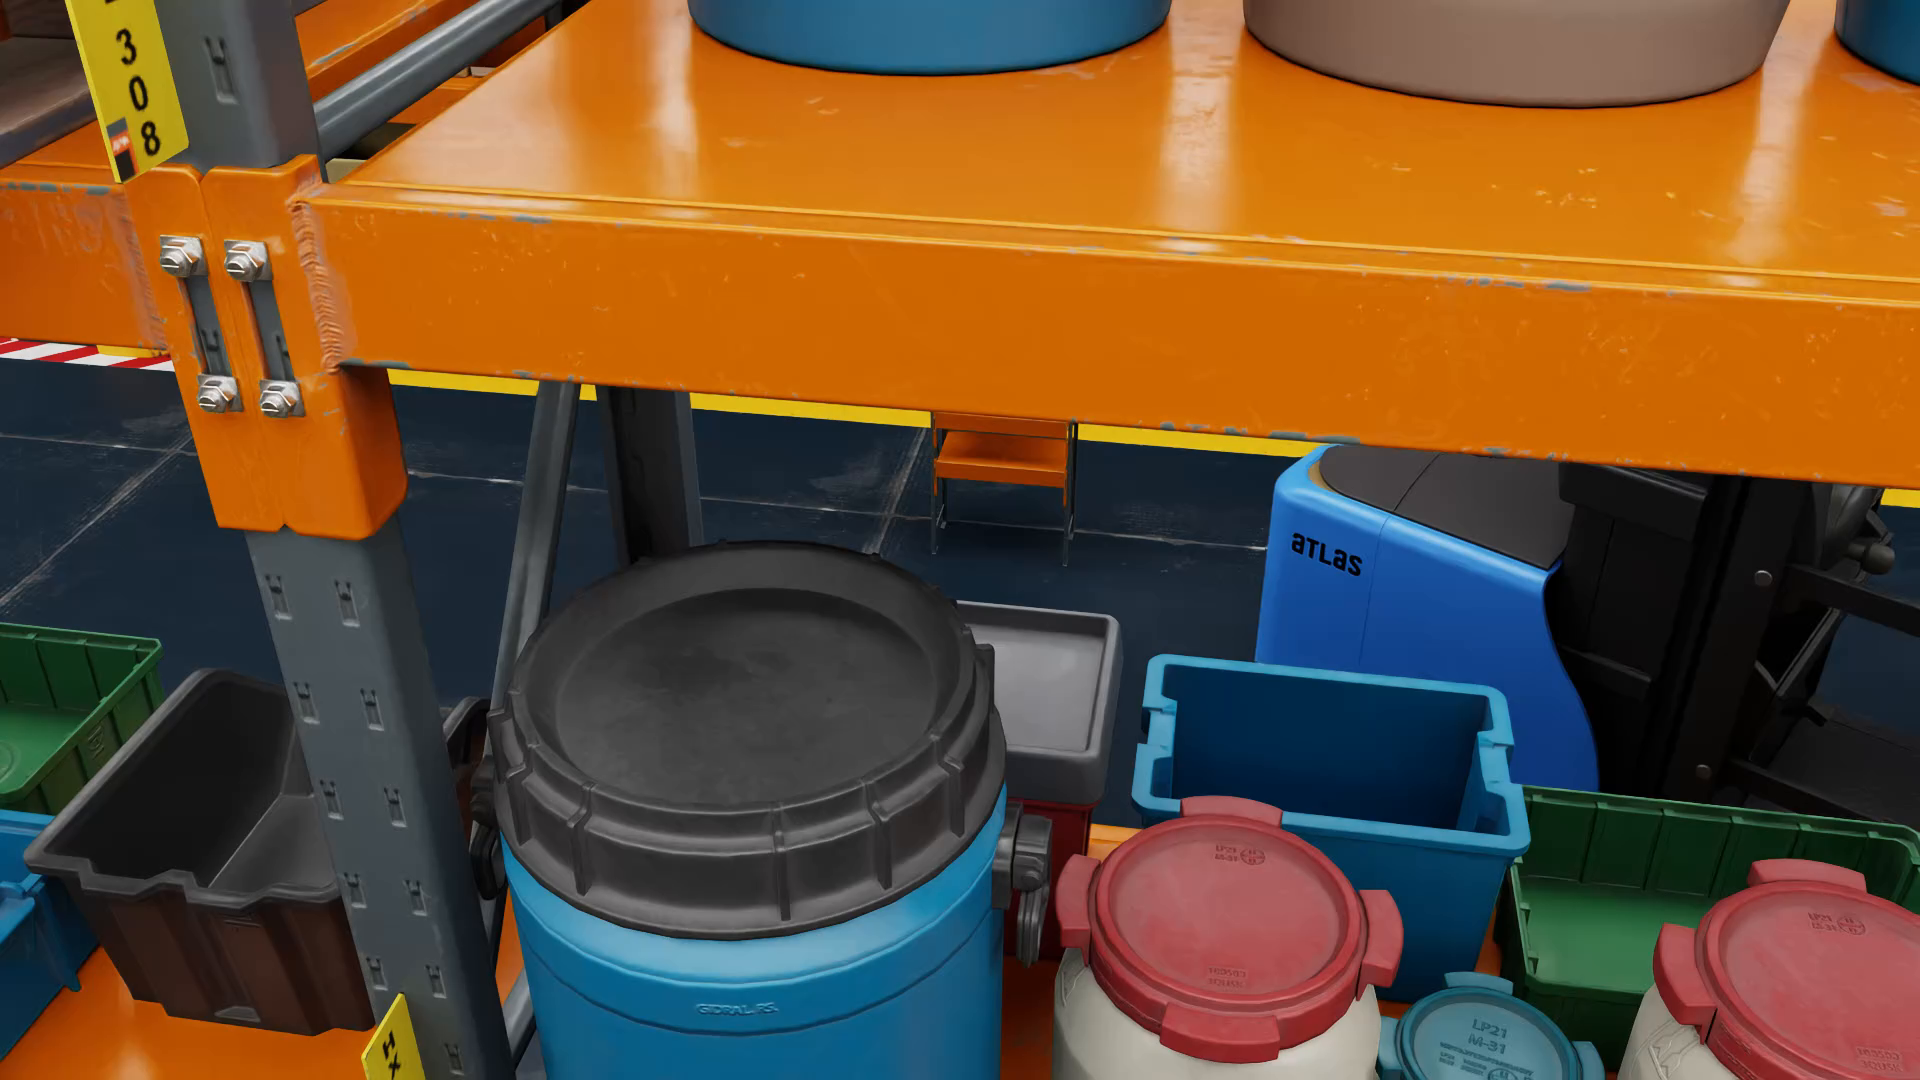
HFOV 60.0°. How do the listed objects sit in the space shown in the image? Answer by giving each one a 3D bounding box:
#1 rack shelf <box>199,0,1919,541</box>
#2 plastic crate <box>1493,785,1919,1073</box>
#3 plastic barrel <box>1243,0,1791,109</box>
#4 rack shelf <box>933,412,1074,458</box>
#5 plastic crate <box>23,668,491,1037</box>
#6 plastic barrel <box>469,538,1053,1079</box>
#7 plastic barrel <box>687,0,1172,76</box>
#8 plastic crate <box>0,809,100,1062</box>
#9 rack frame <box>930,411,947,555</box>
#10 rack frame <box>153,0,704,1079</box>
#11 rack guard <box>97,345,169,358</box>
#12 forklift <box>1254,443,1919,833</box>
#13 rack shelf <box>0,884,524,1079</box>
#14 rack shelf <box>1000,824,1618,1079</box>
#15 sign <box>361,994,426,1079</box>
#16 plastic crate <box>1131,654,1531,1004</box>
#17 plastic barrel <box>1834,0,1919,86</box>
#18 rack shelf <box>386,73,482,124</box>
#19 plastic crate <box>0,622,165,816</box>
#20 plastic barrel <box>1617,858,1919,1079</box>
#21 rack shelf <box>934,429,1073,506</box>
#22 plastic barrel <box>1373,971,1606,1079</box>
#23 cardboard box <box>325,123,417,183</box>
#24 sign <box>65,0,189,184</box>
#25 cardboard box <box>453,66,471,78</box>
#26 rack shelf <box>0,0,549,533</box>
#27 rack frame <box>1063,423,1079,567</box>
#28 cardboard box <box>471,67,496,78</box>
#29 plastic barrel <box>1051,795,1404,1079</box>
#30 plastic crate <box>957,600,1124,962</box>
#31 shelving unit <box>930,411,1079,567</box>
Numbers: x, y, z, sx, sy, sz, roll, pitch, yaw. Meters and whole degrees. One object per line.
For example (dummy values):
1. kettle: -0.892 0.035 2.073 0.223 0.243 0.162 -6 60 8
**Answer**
1. rack shelf: 1.398 -0.252 1.677 4.000 0.370 1.077 5 32 8
2. plastic crate: 1.191 0.633 2.611 0.662 0.188 0.450 5 32 8
3. plastic barrel: 0.609 -0.958 1.654 0.600 0.901 0.600 0 32 0
4. rack shelf: 0.163 -0.437 5.944 0.480 0.148 0.258 5 32 8
5. plastic crate: -1.068 0.449 2.764 0.504 0.338 0.767 5 32 8
6. plastic barrel: -0.244 0.516 2.126 0.708 0.901 0.600 5 32 8
7. plastic barrel: -0.036 -1.016 1.747 0.708 0.901 0.600 5 32 8
8. plastic crate: -1.710 0.642 2.537 0.616 0.251 0.499 5 32 8
9. rack frame: -0.077 -0.516 5.943 0.015 1.200 0.240 5 32 8
10. rack frame: -0.574 0.537 2.564 0.053 2.616 0.949 5 32 8
11. rack guard: -3.703 -1.354 7.942 0.348 0.500 1.175 5 32 8
12. forklift: 2.295 -0.194 3.797 3.031 2.935 1.130 24 39 33
13. rack shelf: -2.545 0.662 3.043 4.000 0.370 1.077 5 32 8
14. rack shelf: 1.398 1.019 2.473 4.000 0.370 1.077 5 32 8
15. sign: -0.677 0.705 2.036 0.005 0.325 0.100 5 32 8
16. plastic crate: 0.566 0.478 2.674 0.575 0.384 0.392 5 32 8
17. plastic barrel: 1.254 -0.900 1.560 0.708 0.901 0.600 5 32 8
18. rack shelf: -1.708 -1.928 7.181 4.000 0.370 1.077 5 32 8
19. plastic crate: -1.864 0.357 3.053 0.662 0.188 0.450 5 32 8
20. plastic barrel: 1.056 0.744 2.107 0.433 0.535 0.433 0 32 0
21. rack shelf: 0.163 -0.268 6.049 0.480 0.148 0.258 5 32 8
22. plastic barrel: 0.705 0.793 2.287 0.301 0.262 0.301 0 32 0
23. cardboard box: -2.695 -1.534 7.363 0.500 0.500 0.500 5 32 8
24. sign: -0.677 -0.453 1.311 0.005 0.325 0.100 5 32 8
25. cardboard box: -2.214 -2.314 7.025 0.500 0.500 0.700 5 32 9
26. rack shelf: -2.545 -0.609 2.247 4.000 0.370 1.077 5 32 8
27. rack frame: 0.404 -0.472 5.873 0.015 1.200 0.240 5 32 8
28. cardboard box: -1.695 -2.269 6.953 0.500 0.500 0.700 6 33 10
29. plastic barrel: 0.333 0.678 2.211 0.433 0.535 0.433 0 32 0
30. plastic crate: -0.045 0.392 2.737 0.583 0.464 0.402 5 32 8
31. shelving unit: 0.163 -0.494 5.908 0.503 1.200 0.258 5 32 8
